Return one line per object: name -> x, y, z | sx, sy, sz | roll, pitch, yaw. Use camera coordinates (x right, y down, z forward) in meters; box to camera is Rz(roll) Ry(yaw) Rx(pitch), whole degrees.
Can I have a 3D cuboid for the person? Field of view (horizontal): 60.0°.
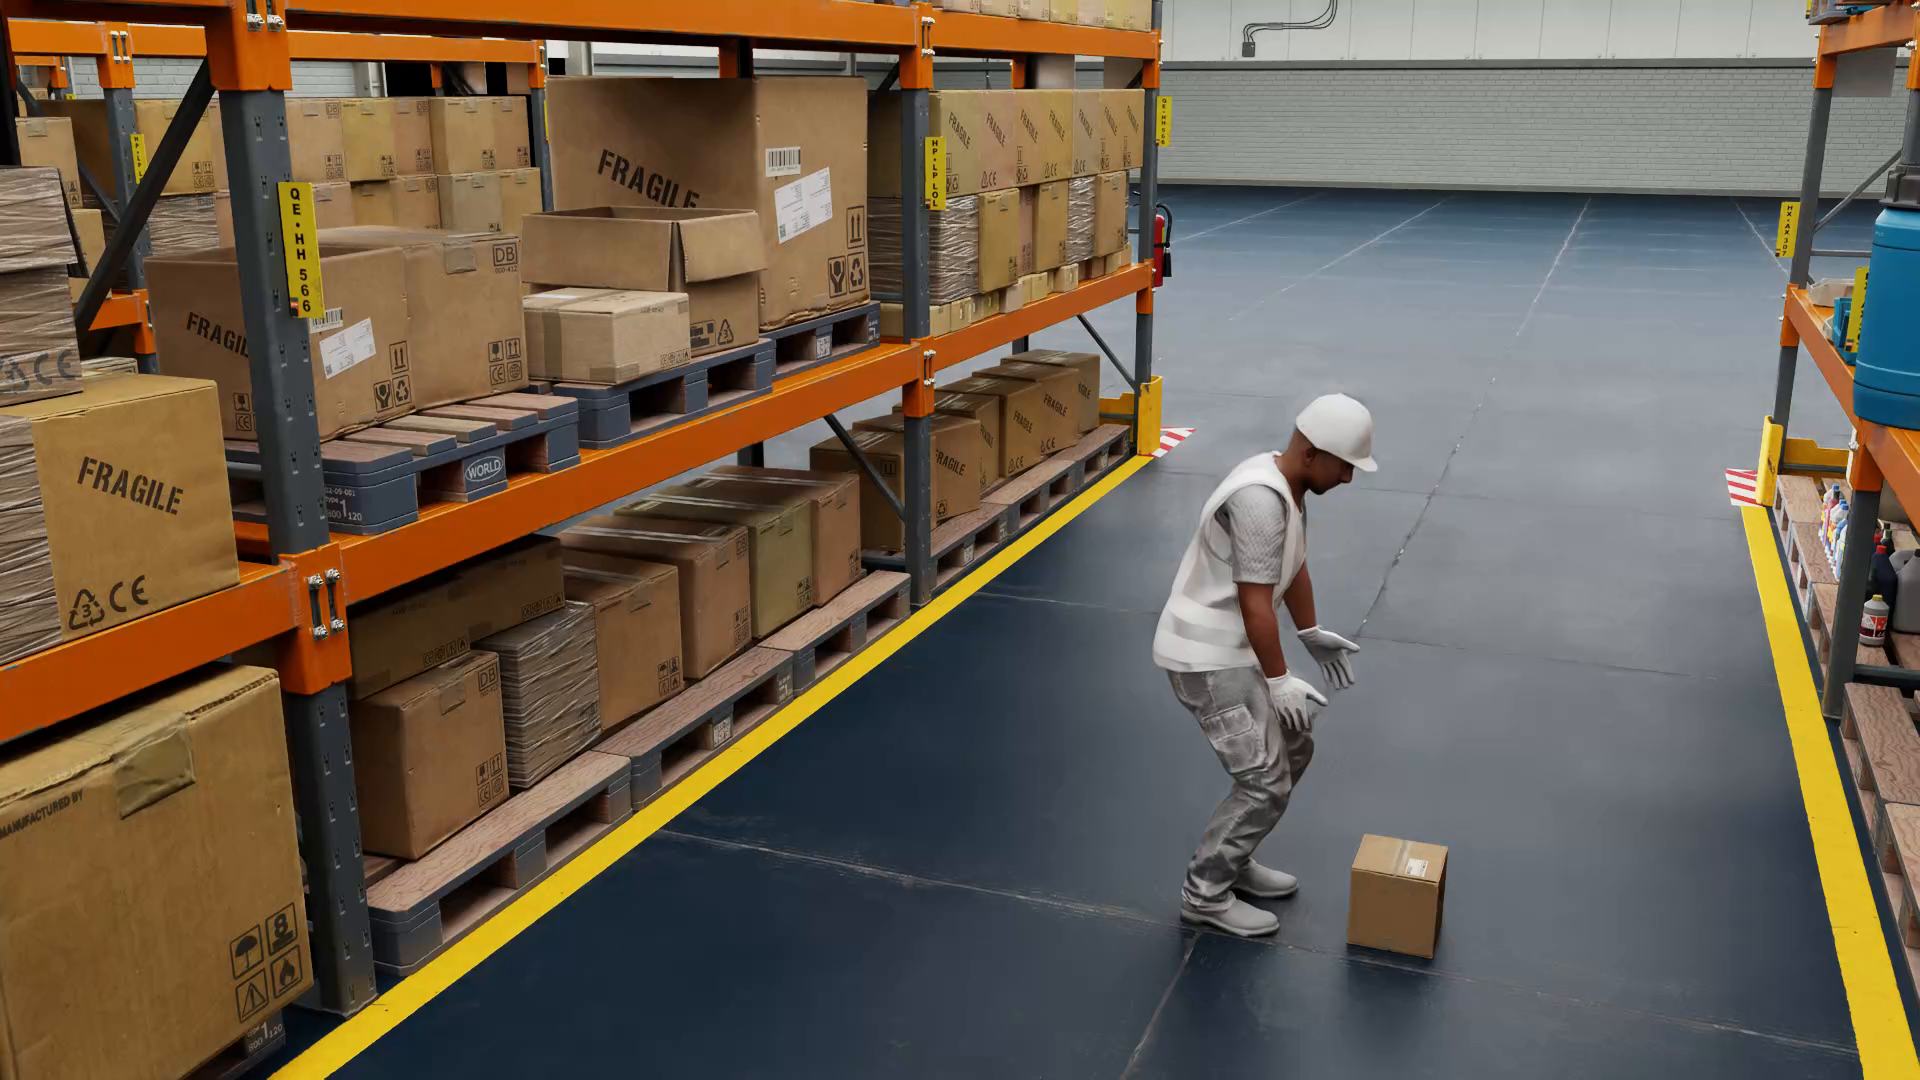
person -> 0.905, 0.352, 5.000 | 0.606, 1.624, 0.598 | 6, 16, 22
